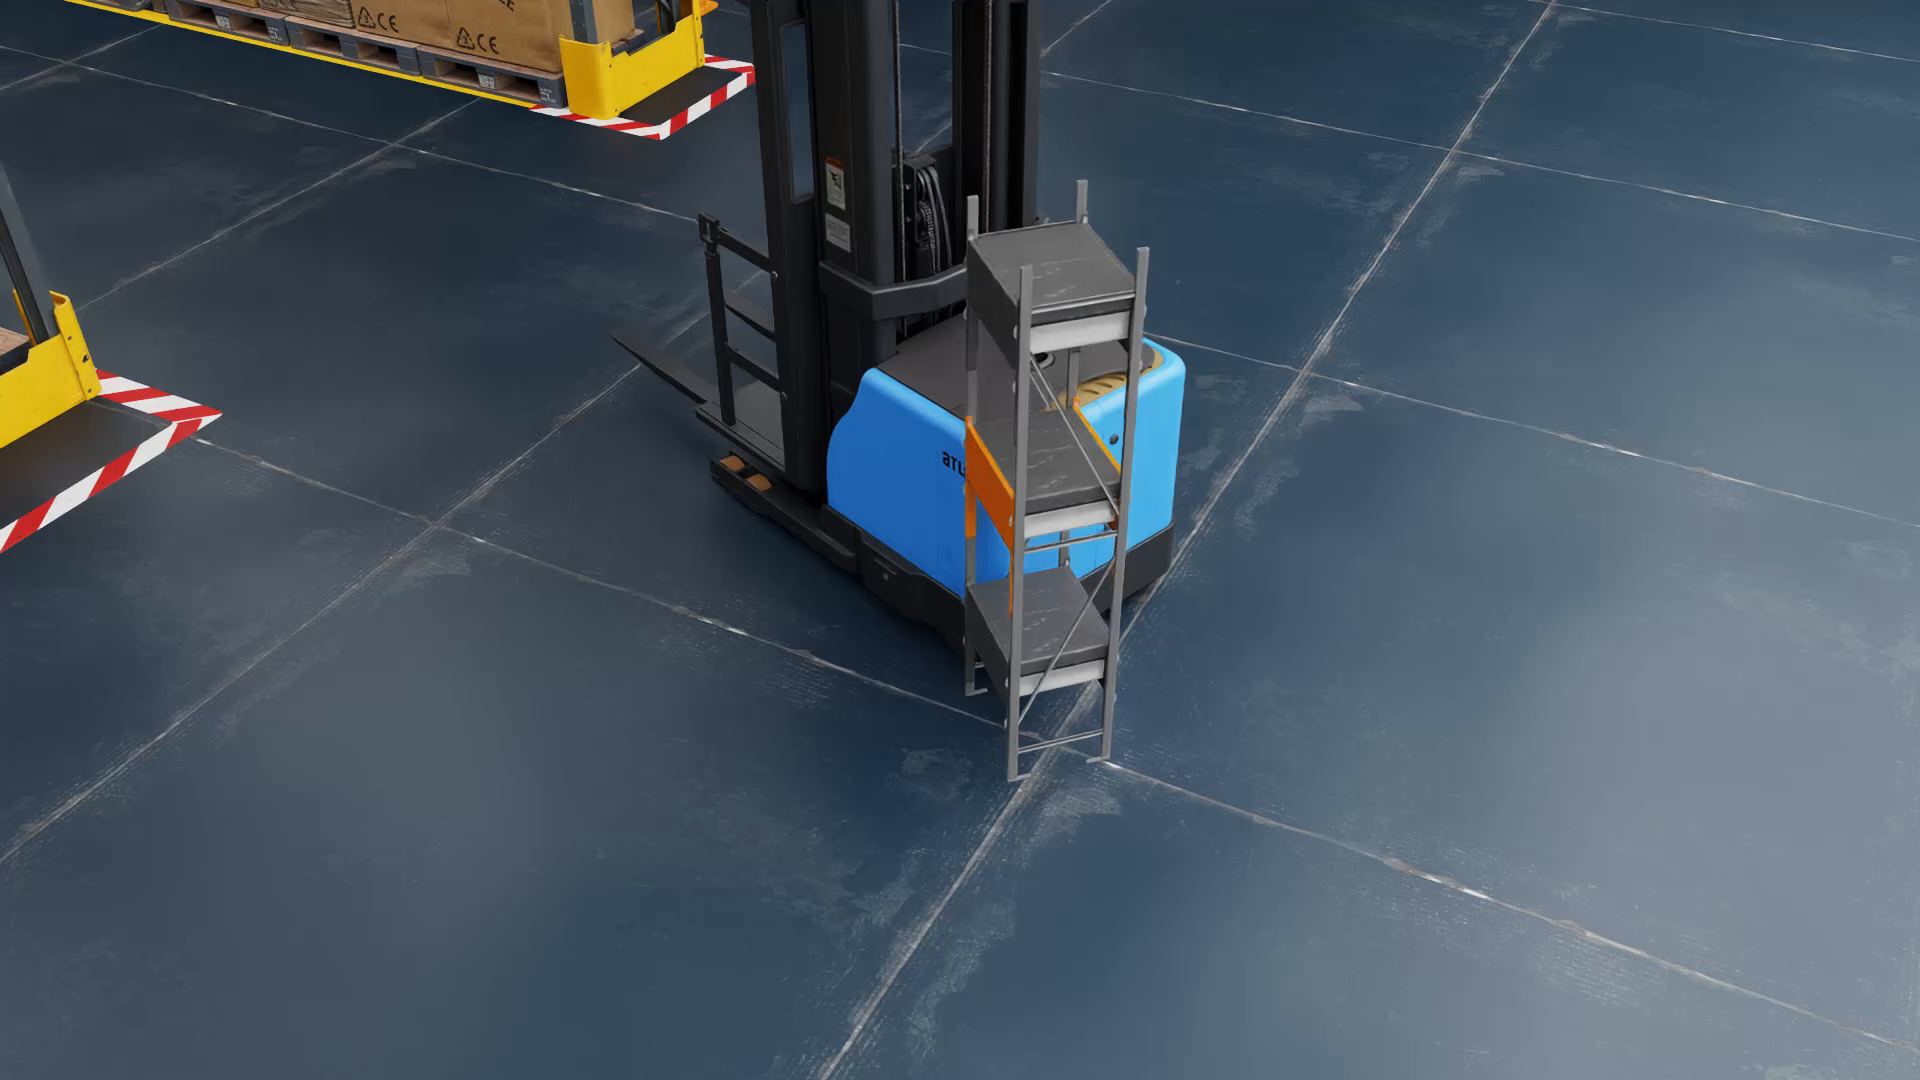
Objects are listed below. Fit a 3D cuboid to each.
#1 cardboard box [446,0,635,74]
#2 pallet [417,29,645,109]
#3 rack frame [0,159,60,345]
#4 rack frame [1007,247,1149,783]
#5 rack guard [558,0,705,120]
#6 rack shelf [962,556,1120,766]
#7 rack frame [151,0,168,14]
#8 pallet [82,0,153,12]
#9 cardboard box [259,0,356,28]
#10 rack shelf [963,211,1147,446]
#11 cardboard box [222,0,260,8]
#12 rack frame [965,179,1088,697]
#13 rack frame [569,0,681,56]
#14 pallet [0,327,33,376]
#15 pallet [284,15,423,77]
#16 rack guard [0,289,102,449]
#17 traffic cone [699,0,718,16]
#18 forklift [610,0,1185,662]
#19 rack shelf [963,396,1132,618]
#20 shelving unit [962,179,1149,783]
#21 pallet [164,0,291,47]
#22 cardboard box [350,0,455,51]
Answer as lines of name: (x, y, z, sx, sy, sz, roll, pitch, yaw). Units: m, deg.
cardboard box: (-2.837, -3.767, 11.141, 0.875, 0.875, 0.875, 18, 41, 22)
pallet: (-2.950, -3.362, 11.505, 1.213, 0.211, 1.003, 17, 41, 21)
rack frame: (-4.575, -1.658, 6.953, 0.127, 3.000, 1.000, 17, 41, 21)
rack frame: (0.365, 0.011, 5.498, 0.400, 2.100, 0.015, -11, 39, -14)
rack guard: (-2.183, -3.290, 11.171, 0.348, 0.500, 1.175, 17, 41, 21)
rack shelf: (0.288, 0.440, 6.114, 0.431, 0.518, 0.480, -11, 39, -14)
rack frame: (-5.756, -5.405, 11.889, 0.127, 3.000, 1.000, 17, 41, 21)
pallet: (-6.476, -4.468, 12.962, 1.213, 0.211, 1.003, 17, 41, 21)
cardboard box: (-4.428, -4.265, 11.797, 0.875, 0.875, 0.875, 18, 41, 22)
rack shelf: (0.289, -0.676, 5.268, 0.431, 0.518, 0.480, -11, 39, -14)
cardboard box: (-5.230, -4.513, 12.125, 0.875, 0.875, 0.875, 18, 41, 22)
rack frame: (0.212, -0.269, 5.867, 0.400, 2.100, 0.015, -11, 39, -14)
rack frame: (-2.204, -4.293, 10.424, 0.127, 3.000, 1.000, 17, 41, 21)
pallet: (-5.347, -0.813, 8.146, 1.213, 0.211, 1.003, 17, 41, 21)
pallet: (-4.029, -3.702, 11.953, 1.213, 0.211, 1.003, 17, 41, 21)
rack guard: (-4.642, -0.683, 7.737, 0.348, 0.500, 1.175, 17, 41, 21)
traffic cone: (-2.023, -4.192, 12.390, 0.334, 0.463, 0.336, 17, 41, 21)
forklift: (-0.473, -1.477, 6.772, 1.130, 2.935, 3.031, -29, 46, -32)
rack shelf: (0.289, -0.118, 5.691, 0.431, 0.518, 0.480, -11, 39, -14)
shelving unit: (0.289, -0.129, 5.682, 0.431, 2.100, 0.503, -11, 39, -14)
pallet: (-5.117, -4.041, 12.398, 1.213, 0.211, 1.003, 17, 41, 21)
cardboard box: (-3.619, -4.010, 11.462, 0.875, 0.875, 0.875, 17, 40, 21)
